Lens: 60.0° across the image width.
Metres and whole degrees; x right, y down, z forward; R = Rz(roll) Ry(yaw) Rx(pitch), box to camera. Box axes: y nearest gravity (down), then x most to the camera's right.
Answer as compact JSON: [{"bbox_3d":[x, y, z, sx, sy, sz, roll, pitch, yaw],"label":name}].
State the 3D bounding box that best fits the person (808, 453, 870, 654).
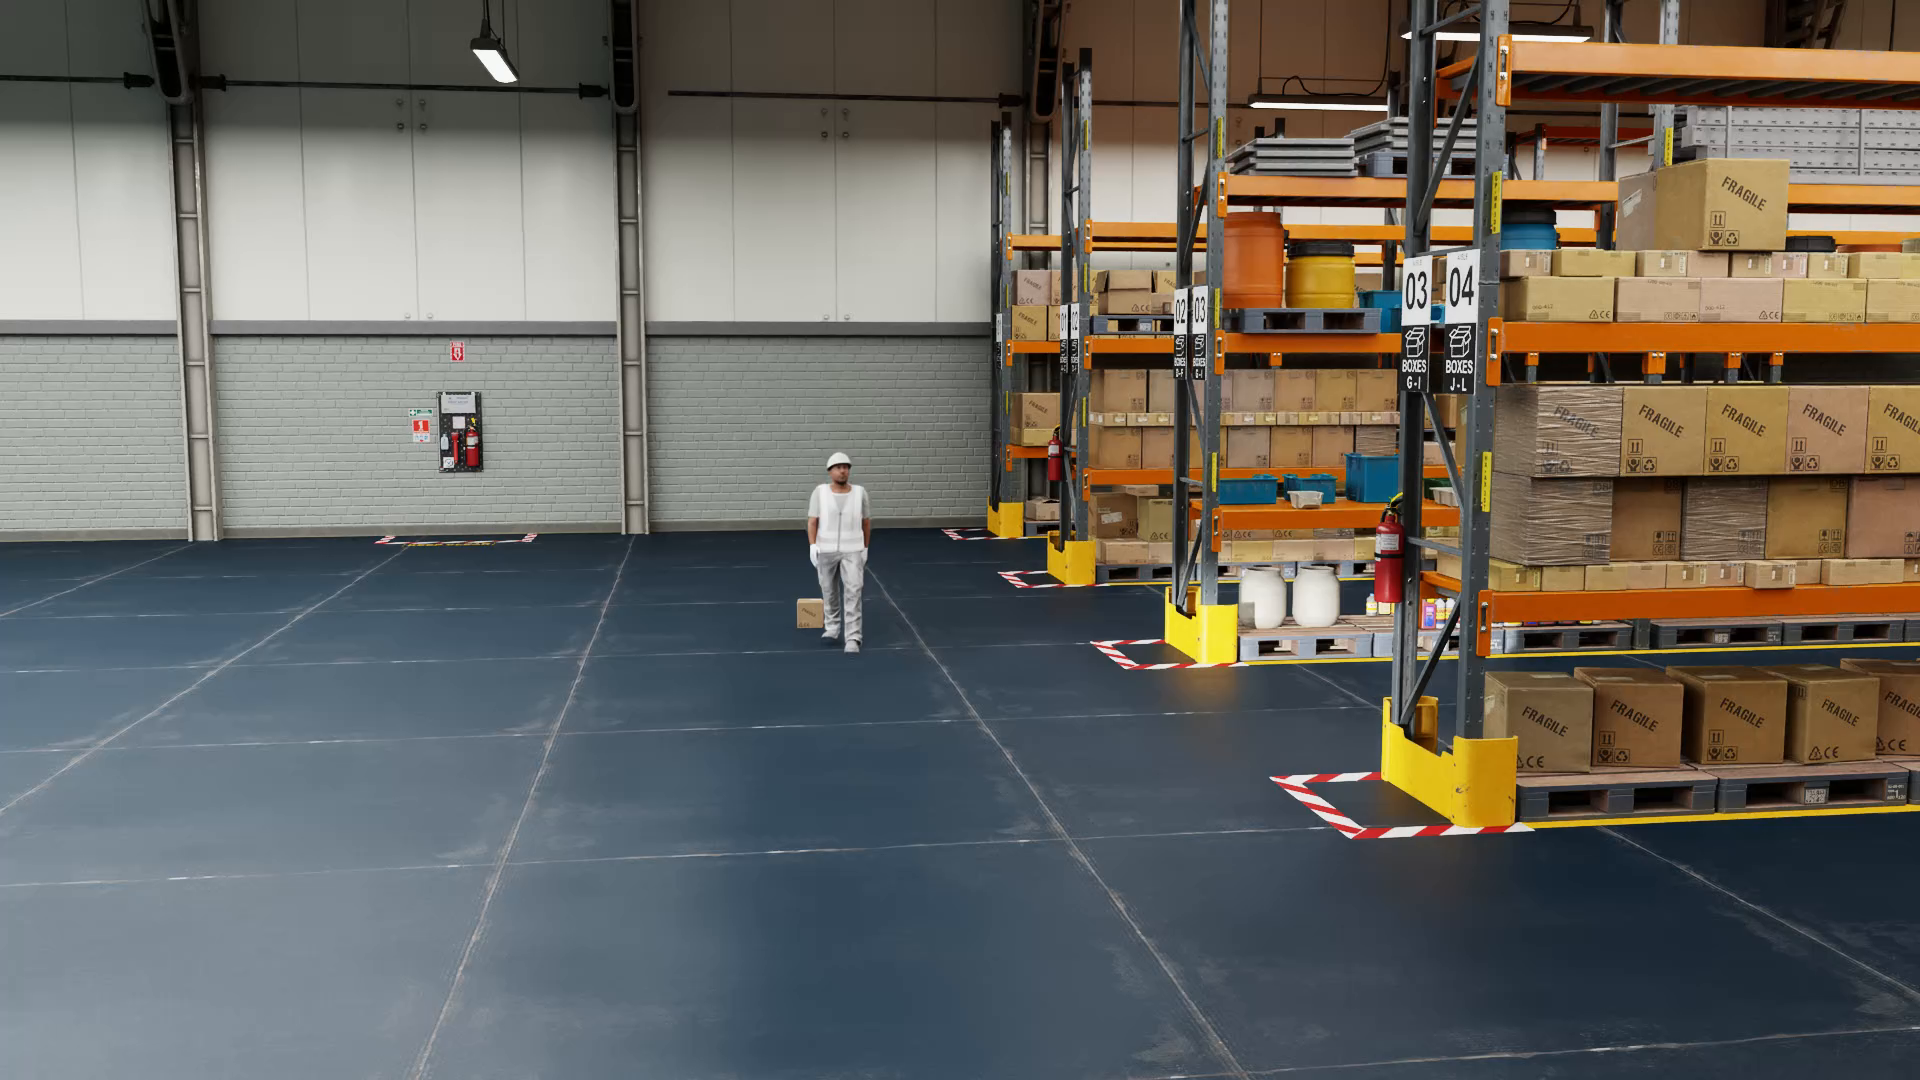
[{"bbox_3d":[-1.068,0.098,14.652,0.541,1.729,1.062,0,6,-1],"label":"person"}]
